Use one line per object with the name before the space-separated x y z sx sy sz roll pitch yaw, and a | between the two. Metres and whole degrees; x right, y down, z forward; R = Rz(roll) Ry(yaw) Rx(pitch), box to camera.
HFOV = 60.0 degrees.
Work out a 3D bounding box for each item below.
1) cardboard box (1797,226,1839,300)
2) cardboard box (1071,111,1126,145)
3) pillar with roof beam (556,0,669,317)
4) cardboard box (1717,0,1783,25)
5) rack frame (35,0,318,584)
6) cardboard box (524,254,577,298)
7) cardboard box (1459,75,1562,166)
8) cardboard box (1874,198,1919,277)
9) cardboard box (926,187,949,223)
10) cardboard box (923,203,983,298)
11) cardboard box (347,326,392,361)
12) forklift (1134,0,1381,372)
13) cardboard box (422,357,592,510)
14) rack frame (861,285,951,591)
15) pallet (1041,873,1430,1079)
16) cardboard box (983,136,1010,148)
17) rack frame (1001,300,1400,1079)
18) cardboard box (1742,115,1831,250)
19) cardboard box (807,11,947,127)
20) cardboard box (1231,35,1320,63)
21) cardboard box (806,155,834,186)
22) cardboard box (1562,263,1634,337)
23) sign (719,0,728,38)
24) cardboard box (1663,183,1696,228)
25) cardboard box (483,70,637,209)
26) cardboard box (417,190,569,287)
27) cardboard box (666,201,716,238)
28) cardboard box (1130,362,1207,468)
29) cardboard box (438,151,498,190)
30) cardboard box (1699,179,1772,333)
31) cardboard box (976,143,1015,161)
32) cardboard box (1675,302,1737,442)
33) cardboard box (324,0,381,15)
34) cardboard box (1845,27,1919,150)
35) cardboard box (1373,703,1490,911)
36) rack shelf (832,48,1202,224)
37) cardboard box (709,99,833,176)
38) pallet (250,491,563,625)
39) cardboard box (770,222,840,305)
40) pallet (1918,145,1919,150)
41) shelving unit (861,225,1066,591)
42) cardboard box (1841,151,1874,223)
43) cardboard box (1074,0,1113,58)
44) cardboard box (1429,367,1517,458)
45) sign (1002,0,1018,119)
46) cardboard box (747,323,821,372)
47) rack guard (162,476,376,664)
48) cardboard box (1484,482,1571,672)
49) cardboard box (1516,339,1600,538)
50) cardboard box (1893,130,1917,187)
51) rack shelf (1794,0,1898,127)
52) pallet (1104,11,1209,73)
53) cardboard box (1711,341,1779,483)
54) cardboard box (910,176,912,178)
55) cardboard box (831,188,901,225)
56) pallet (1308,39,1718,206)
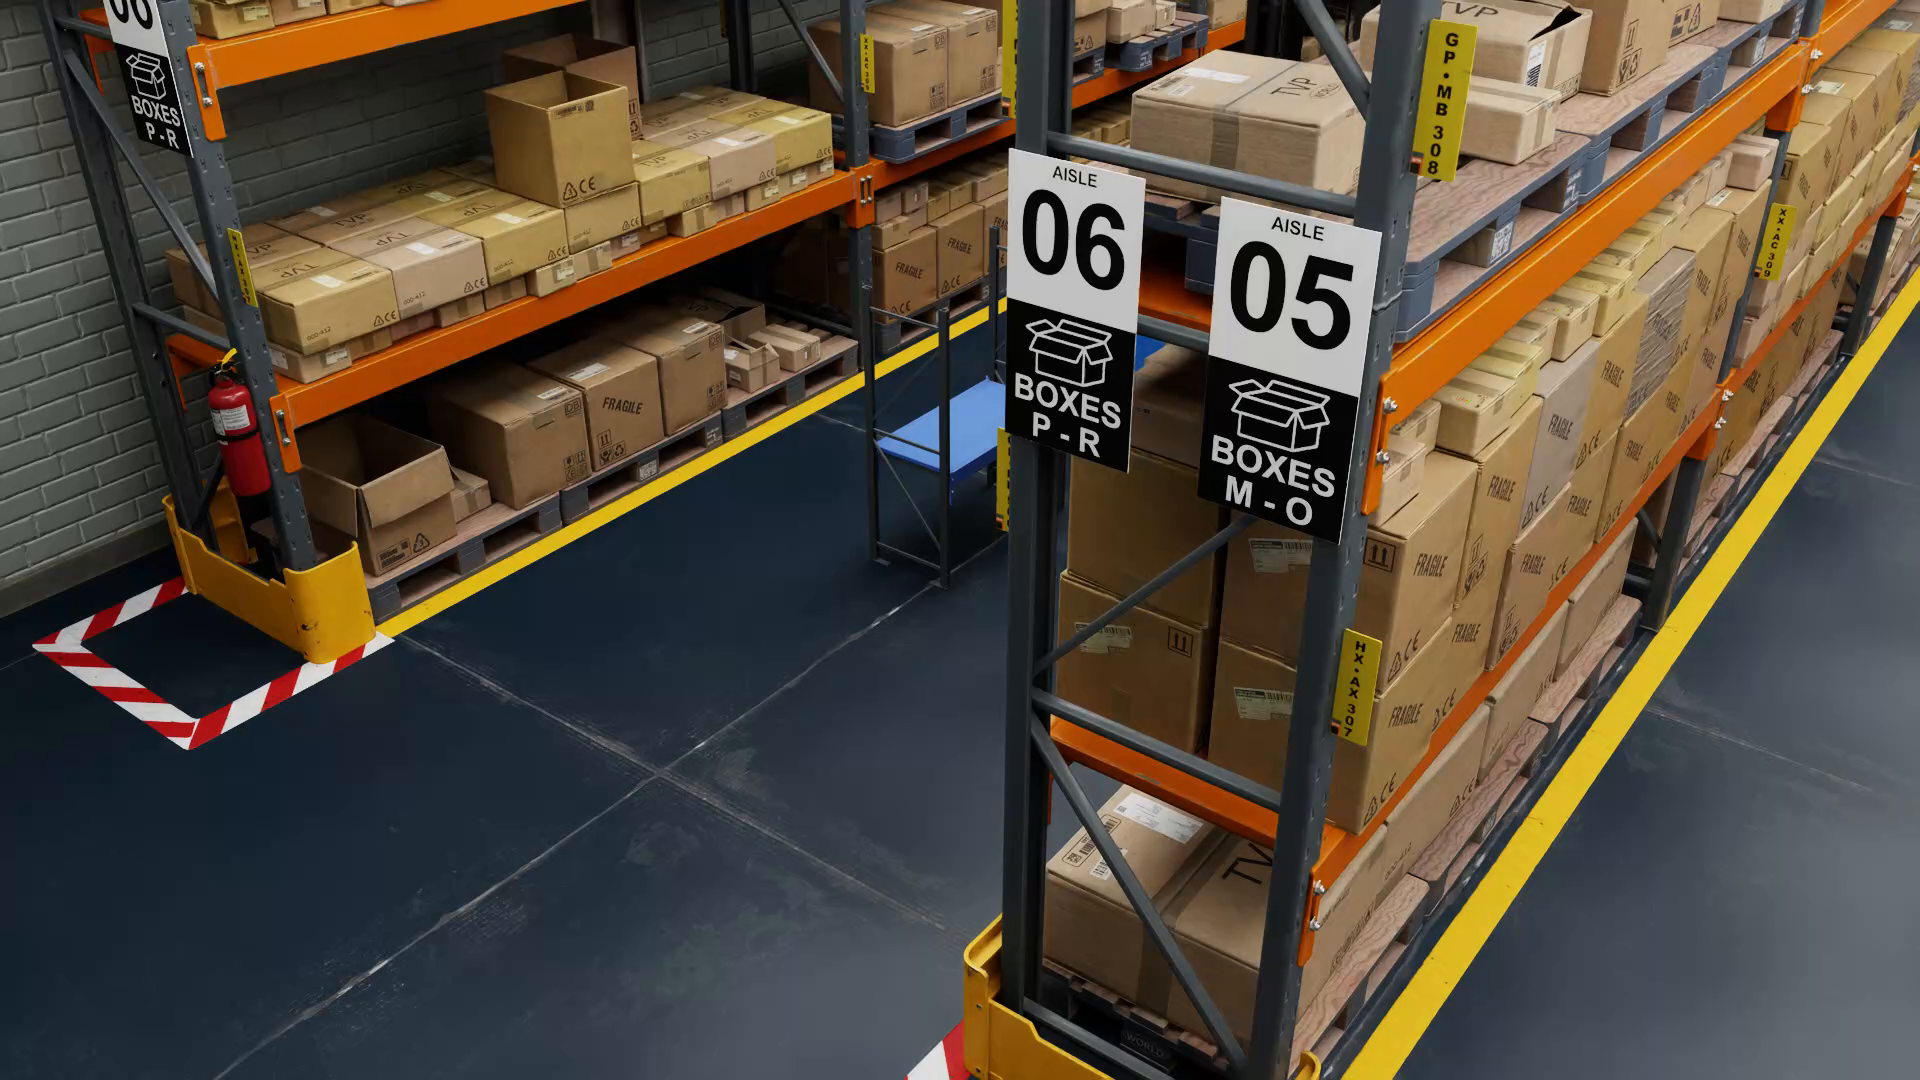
cardboard box | 4.094 -1.462 8.421 0.500 0.250 0.500 21 36 31
cardboard box | 1.010 -3.058 12.371 0.380 0.149 0.250 20 36 30
pillar with roof beam | 1.319 -3.791 6.320 9.100 9.000 0.400 21 37 31
cardboard box | 2.695 -1.955 5.901 0.380 0.149 0.250 22 37 32
rack frame | -3.389 -0.914 7.351 1.000 3.000 0.127 21 37 31
cardboard box | -2.155 -1.364 8.356 0.380 0.149 0.250 20 36 30
cardboard box | 1.411 -1.166 4.569 0.380 0.149 0.250 23 37 33
cardboard box | 6.188 -2.219 11.718 0.950 0.372 0.625 20 36 30
cardboard box | -0.295 -2.233 10.979 0.380 0.149 0.250 19 36 29
cardboard box | -0.190 -1.992 11.210 0.500 0.500 0.500 21 36 31
cardboard box | -2.855 -0.973 7.696 0.380 0.149 0.250 22 37 32
forklift | 2.395 -2.308 9.770 3.031 2.935 1.130 -23 38 -33
cardboard box | -2.397 -0.575 8.818 0.700 0.500 0.500 23 38 33
rack frame | -0.255 -0.473 8.077 0.500 1.500 0.032 21 37 31
pallet | 0.991 1.462 6.076 1.003 0.211 1.213 21 37 31
cardboard box | 0.139 -2.892 12.092 0.380 0.149 0.250 21 37 32
rack frame | 0.570 0.612 4.776 1.000 3.000 0.127 21 37 31
cardboard box | 3.480 -1.578 7.391 0.500 0.500 0.500 22 37 32
cardboard box | -0.504 -2.892 10.177 0.700 0.500 0.500 22 37 32
cardboard box | 2.622 -4.116 14.671 0.875 0.625 0.625 19 36 29
cardboard box | -0.966 -2.225 9.809 0.380 0.149 0.250 22 37 32
cardboard box | 1.975 -0.817 5.472 0.380 0.149 0.250 20 36 30
sign | -1.419 -3.208 10.085 0.100 0.325 0.005 21 37 31
cardboard box | 2.510 -1.263 6.224 0.380 0.149 0.250 21 36 31
cardboard box | -1.995 -2.012 8.322 0.500 0.500 0.500 22 37 32
cardboard box | -2.293 -1.491 8.180 0.500 0.250 0.500 20 36 30
cardboard box | -1.555 -1.789 9.072 0.380 0.149 0.250 21 36 31
cardboard box | 0.627 -0.348 4.680 0.380 0.149 0.250 22 37 32
cardboard box | -2.392 -1.868 8.815 0.500 0.250 0.500 21 37 31
cardboard box | 2.920 -1.211 6.772 0.500 0.500 0.500 21 36 31
cardboard box | 0.332 -2.657 11.695 0.380 0.149 0.250 21 37 31
cardboard box | 2.909 -0.790 7.043 0.500 0.500 0.500 21 37 32
cardboard box | -2.706 -2.368 7.109 0.380 0.149 0.250 21 37 32
cardboard box | 4.688 -2.412 8.799 0.500 0.500 0.500 21 37 31
cardboard box | 1.435 0.860 6.459 0.875 0.438 0.875 22 37 33
rack shelf | 0.233 -3.044 11.649 1.077 0.370 4.000 21 37 31
cardboard box | -1.088 -2.322 9.581 0.500 0.250 0.500 22 37 32
pallet | -2.863 -0.070 8.661 1.003 0.211 1.213 21 37 31
cardboard box | -0.914 -1.936 11.115 0.500 0.500 0.500 21 37 31
pallet | 5.745 -2.880 10.856 1.213 0.211 1.003 21 37 31
shelving unit | 0.052 -0.680 8.426 0.538 1.500 1.048 21 37 31
cardboard box | 4.397 -1.881 8.638 0.500 0.250 0.500 20 36 30
cardboard box | 0.602 -3.671 11.489 0.797 0.503 0.637 20 36 30
cardboard box | 1.355 -0.398 4.765 0.380 0.149 0.250 22 37 33
sign | 0.146 -1.198 4.097 0.100 0.325 0.005 21 37 31
cardboard box | -1.077 -1.178 10.180 0.380 0.149 0.250 20 36 30
rack guard | -3.343 0.130 8.040 1.175 0.500 0.348 21 37 31
cardboard box | 1.694 0.046 5.631 0.500 0.500 0.500 21 37 31
cardboard box | 1.698 -0.393 5.392 0.500 0.500 0.500 21 36 31
cardboard box | 5.301 -2.290 9.819 0.500 0.250 0.500 20 36 30
rack shelf | 4.192 -2.808 8.310 1.077 0.370 4.000 21 37 31
pallet | 1.087 -3.787 12.385 1.213 0.211 1.003 21 37 31
cardboard box | 3.835 -0.927 9.044 0.875 0.875 0.875 22 37 33
cardboard box | -0.554 -2.485 11.405 0.380 0.149 0.250 19 36 29
cardboard box | -0.594 -2.135 10.523 0.380 0.149 0.250 20 36 30
pallet | 1.746 -1.443 5.388 1.003 0.211 1.213 21 37 31
